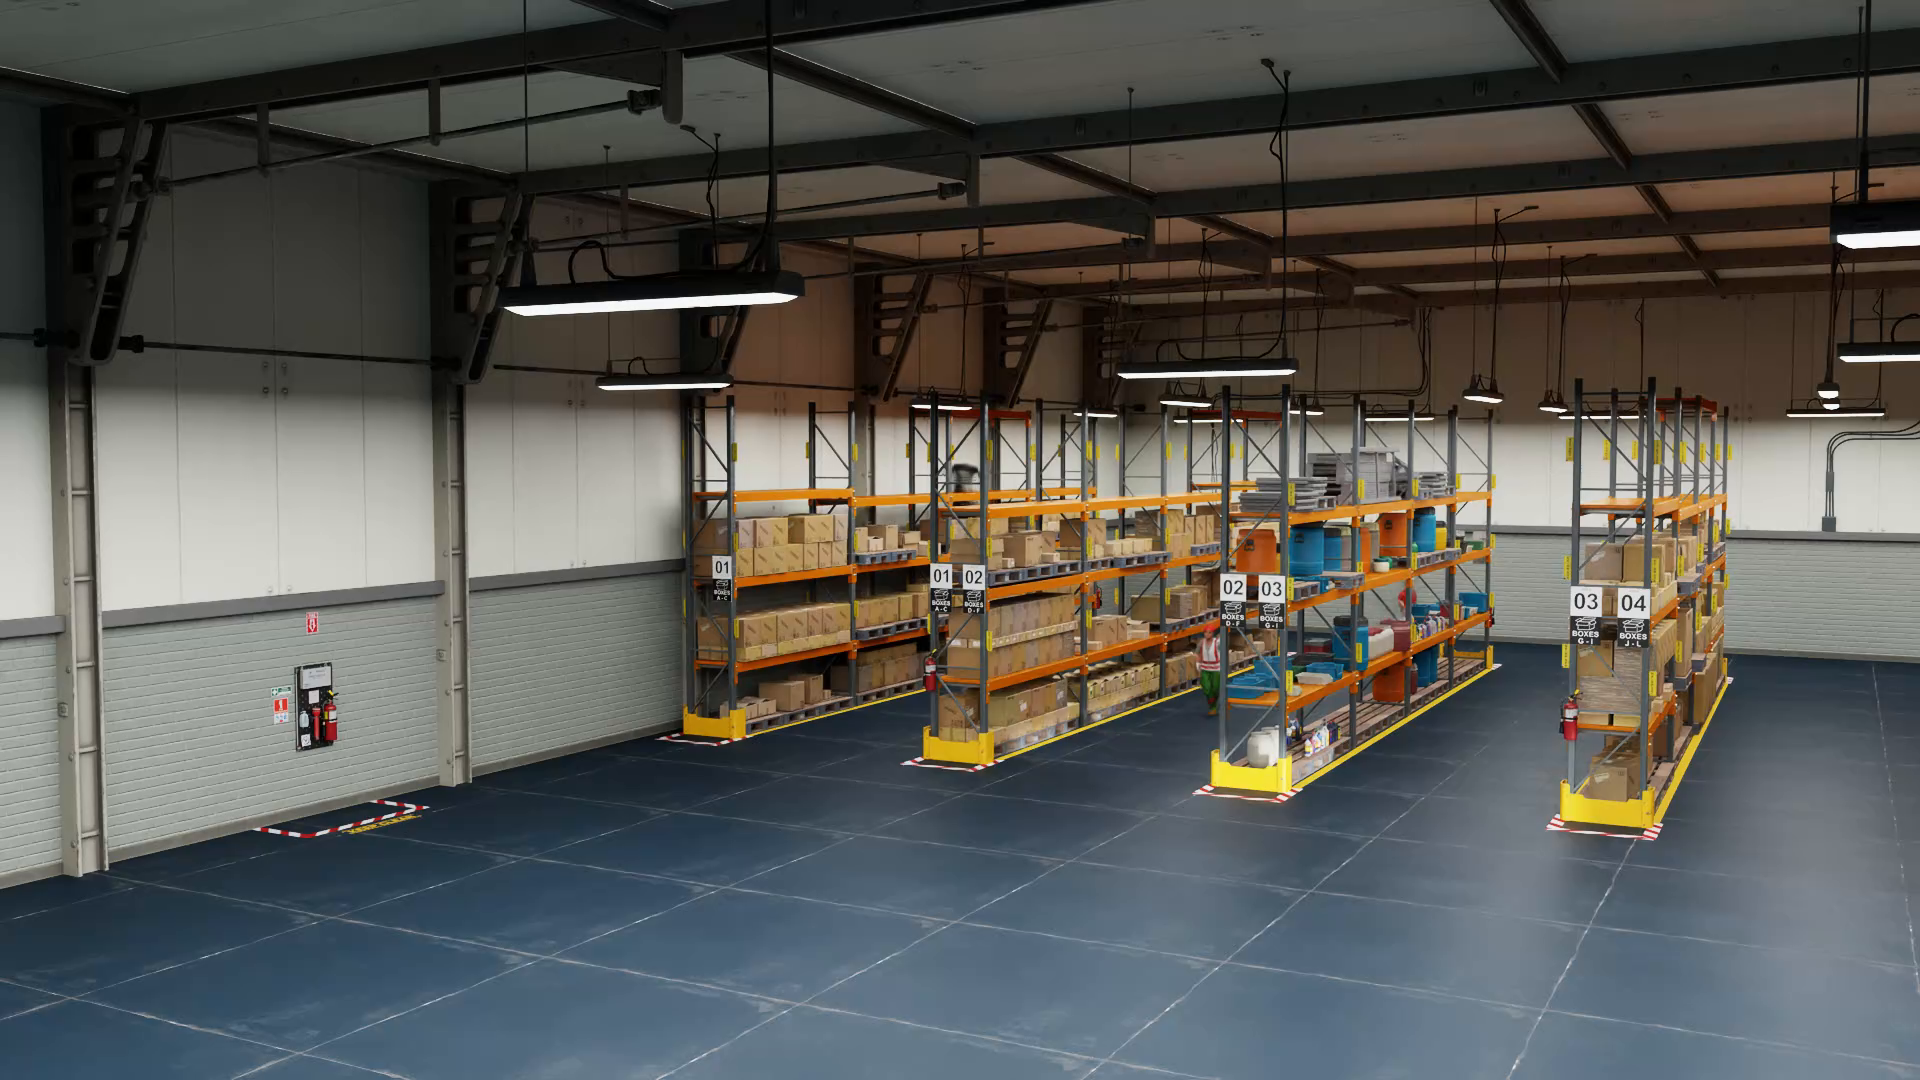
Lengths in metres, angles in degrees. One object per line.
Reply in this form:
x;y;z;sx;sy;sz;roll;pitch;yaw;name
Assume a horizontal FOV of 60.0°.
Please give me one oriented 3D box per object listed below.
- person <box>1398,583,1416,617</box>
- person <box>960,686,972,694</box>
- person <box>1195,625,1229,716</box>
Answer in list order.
11.683;1.882;43.457;0.695;1.686;0.574;-3;4;-42;person
0.263;2.495;31.336;0.710;1.744;0.642;2;4;39;person
4.796;2.467;31.673;0.672;1.740;0.606;1;3;21;person
